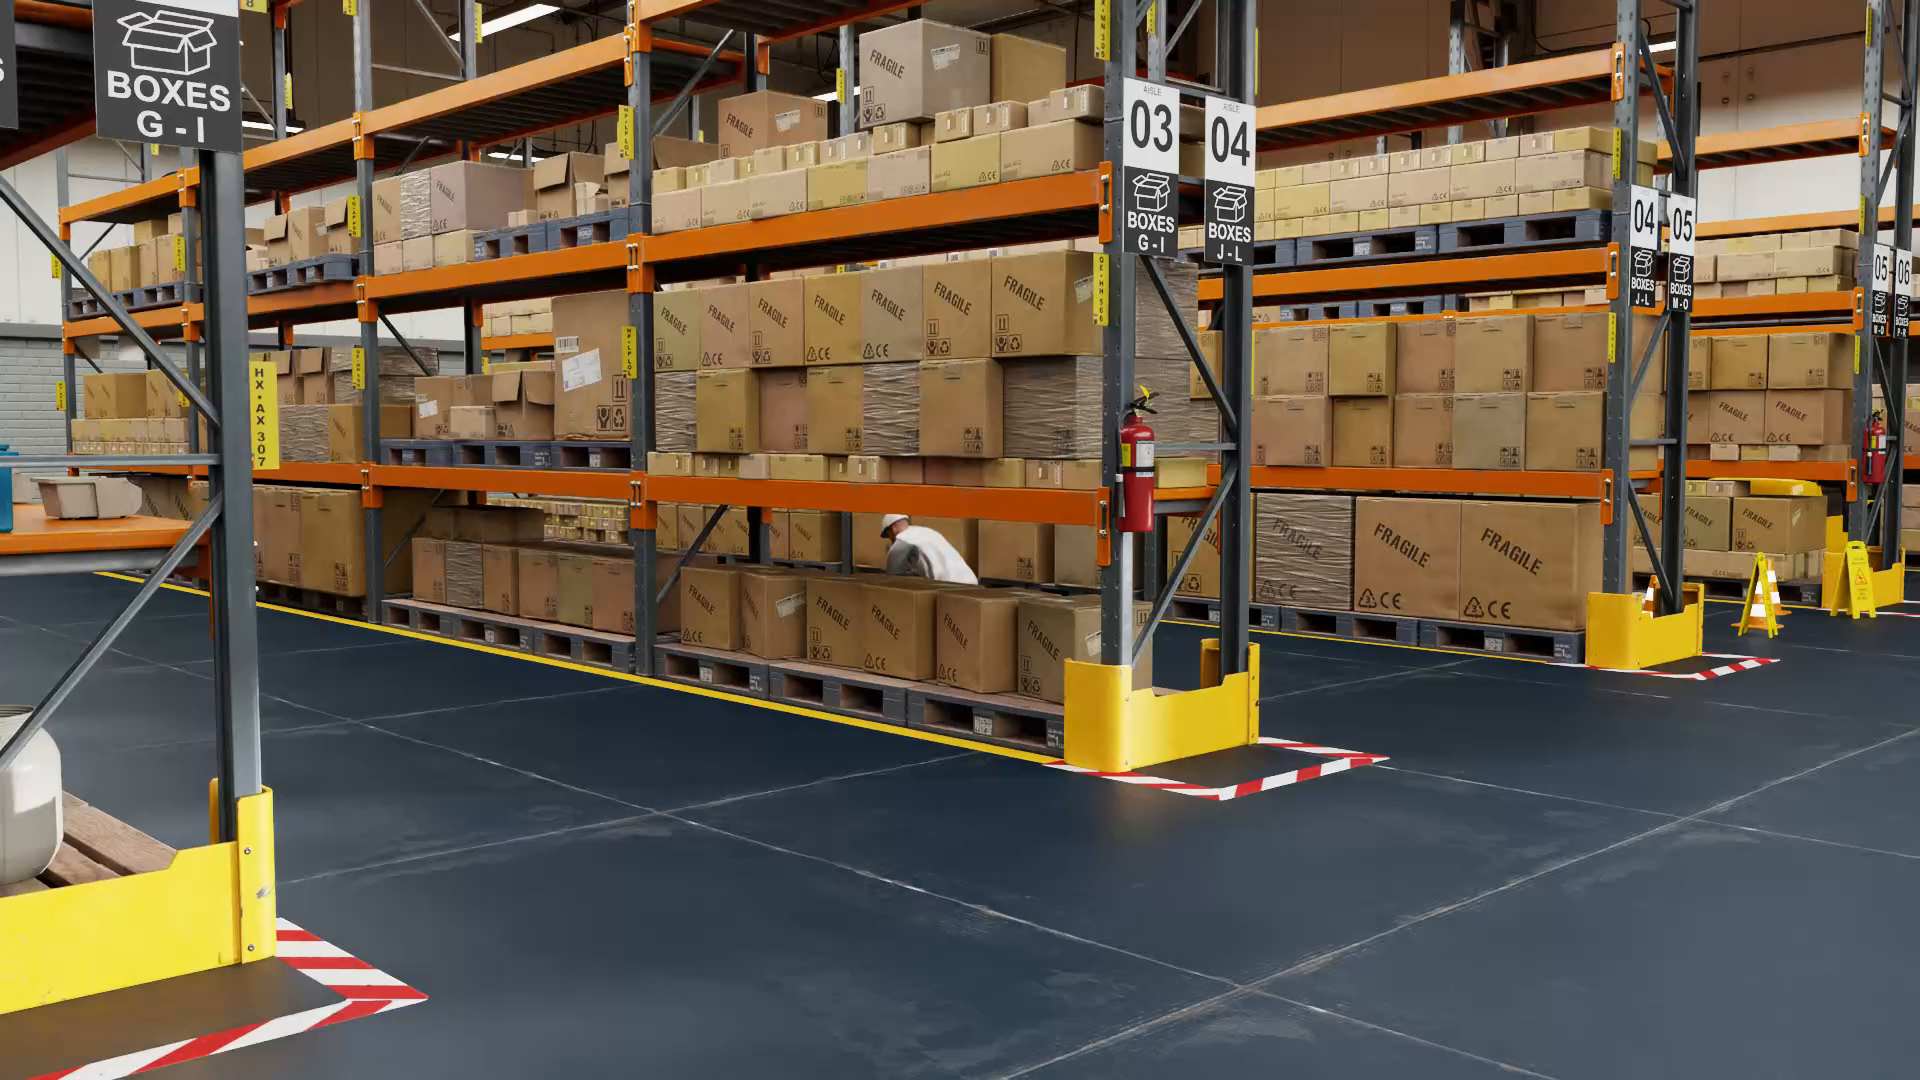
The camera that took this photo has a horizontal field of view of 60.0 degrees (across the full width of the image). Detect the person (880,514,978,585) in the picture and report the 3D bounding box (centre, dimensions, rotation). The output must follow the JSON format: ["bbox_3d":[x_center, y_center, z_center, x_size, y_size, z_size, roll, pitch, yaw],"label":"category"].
[{"bbox_3d":[-0.280,0.270,12.536,0.555,0.990,0.877,-4,5,-44],"label":"person"}]
